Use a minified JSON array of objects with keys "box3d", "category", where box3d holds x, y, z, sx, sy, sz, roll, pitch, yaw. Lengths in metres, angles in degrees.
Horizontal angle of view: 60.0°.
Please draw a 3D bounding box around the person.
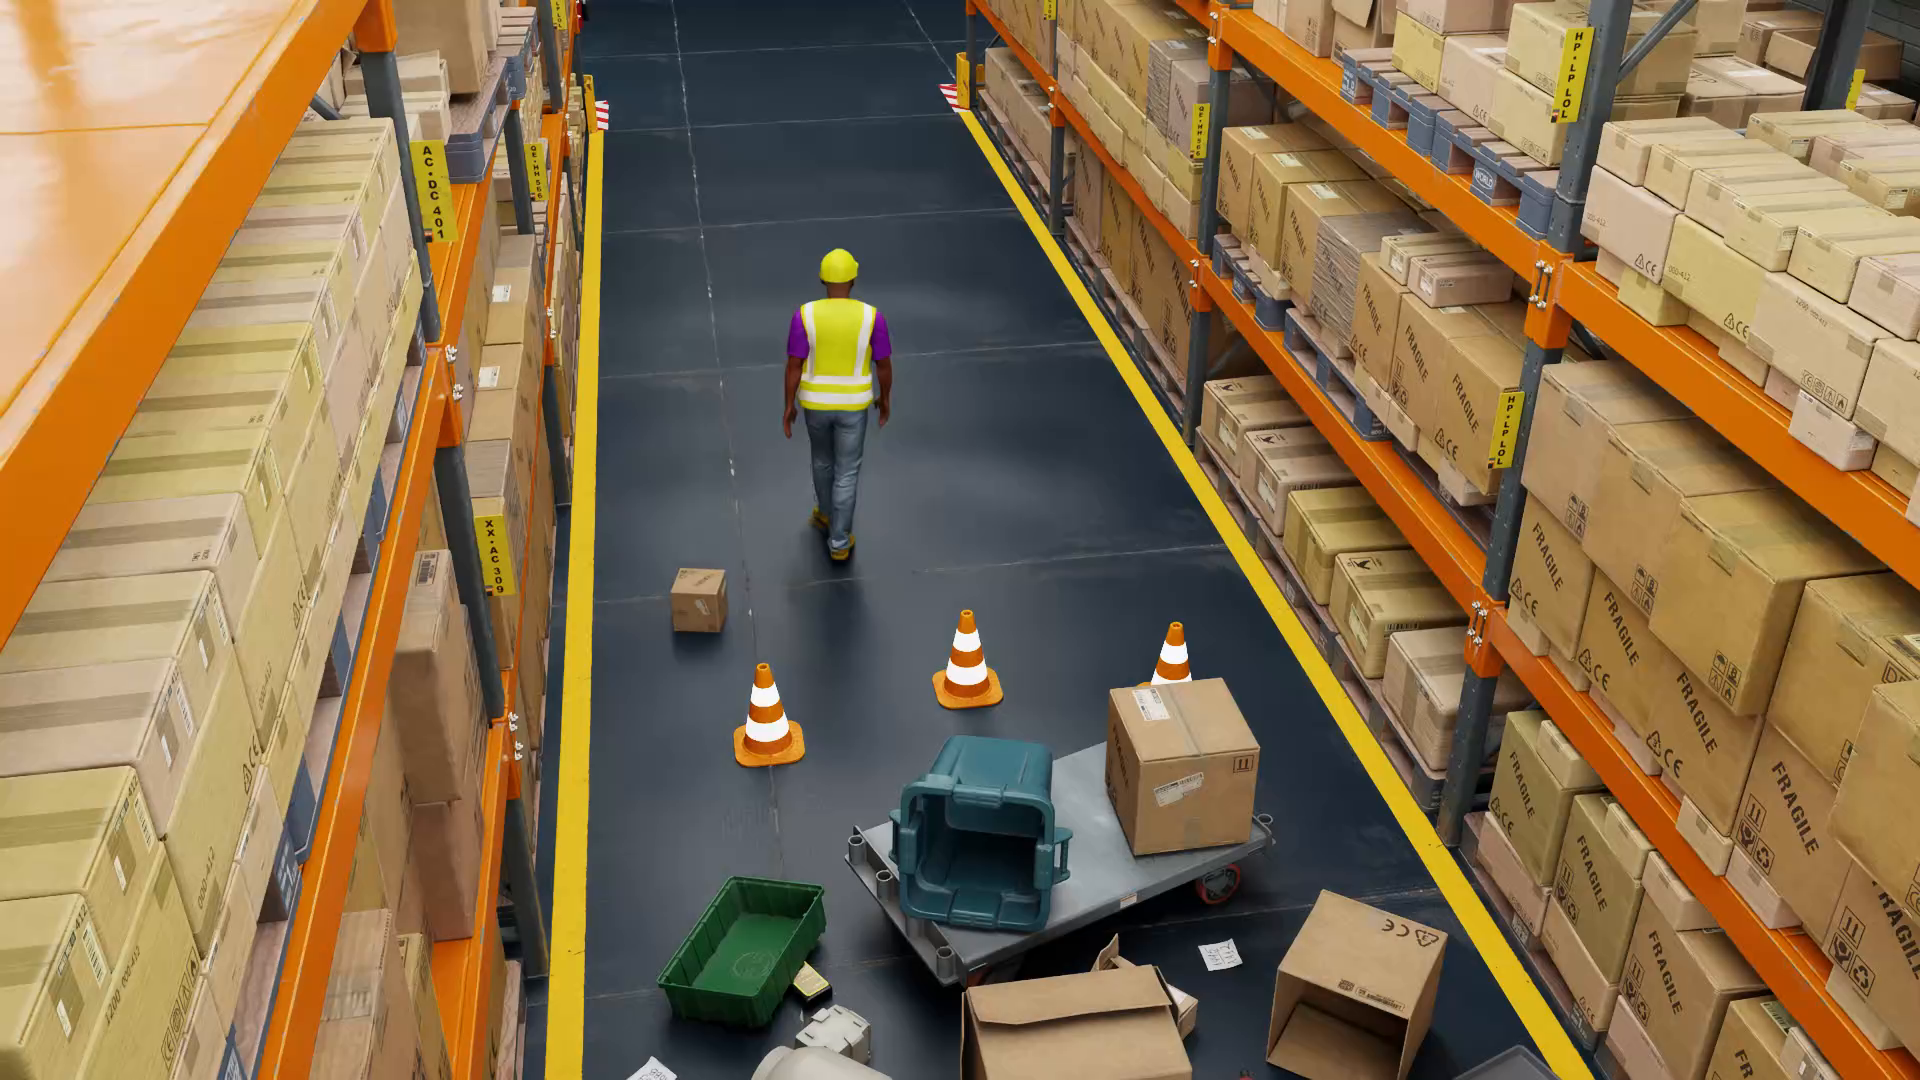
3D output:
[{"box3d":[-0.685,-0.765,9.428,0.606,1.783,0.718,2,31,3],"category":"person"}]
